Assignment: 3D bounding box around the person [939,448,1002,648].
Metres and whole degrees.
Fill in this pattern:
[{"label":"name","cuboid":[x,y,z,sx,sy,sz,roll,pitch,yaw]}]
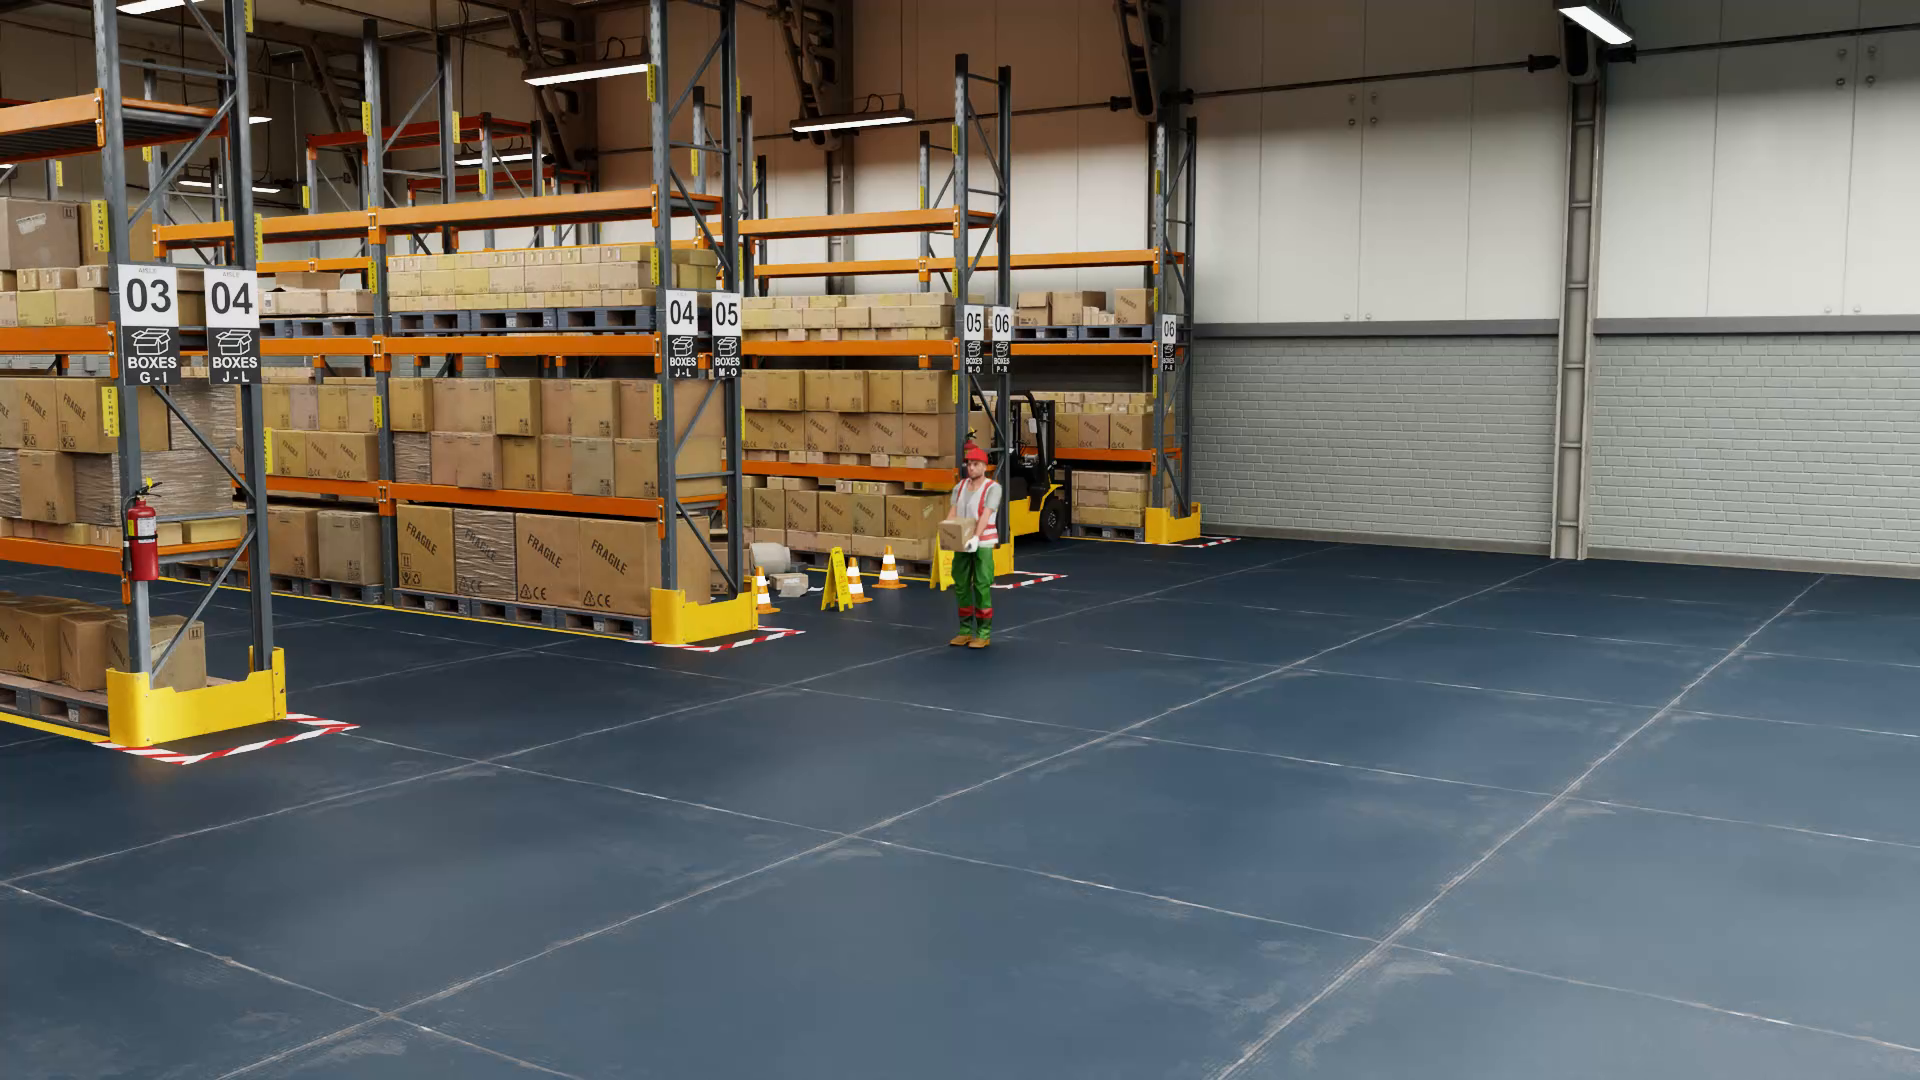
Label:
[{"label":"person","cuboid":[0.092,0.073,14.936,0.495,1.787,0.553,4,7,33]}]
